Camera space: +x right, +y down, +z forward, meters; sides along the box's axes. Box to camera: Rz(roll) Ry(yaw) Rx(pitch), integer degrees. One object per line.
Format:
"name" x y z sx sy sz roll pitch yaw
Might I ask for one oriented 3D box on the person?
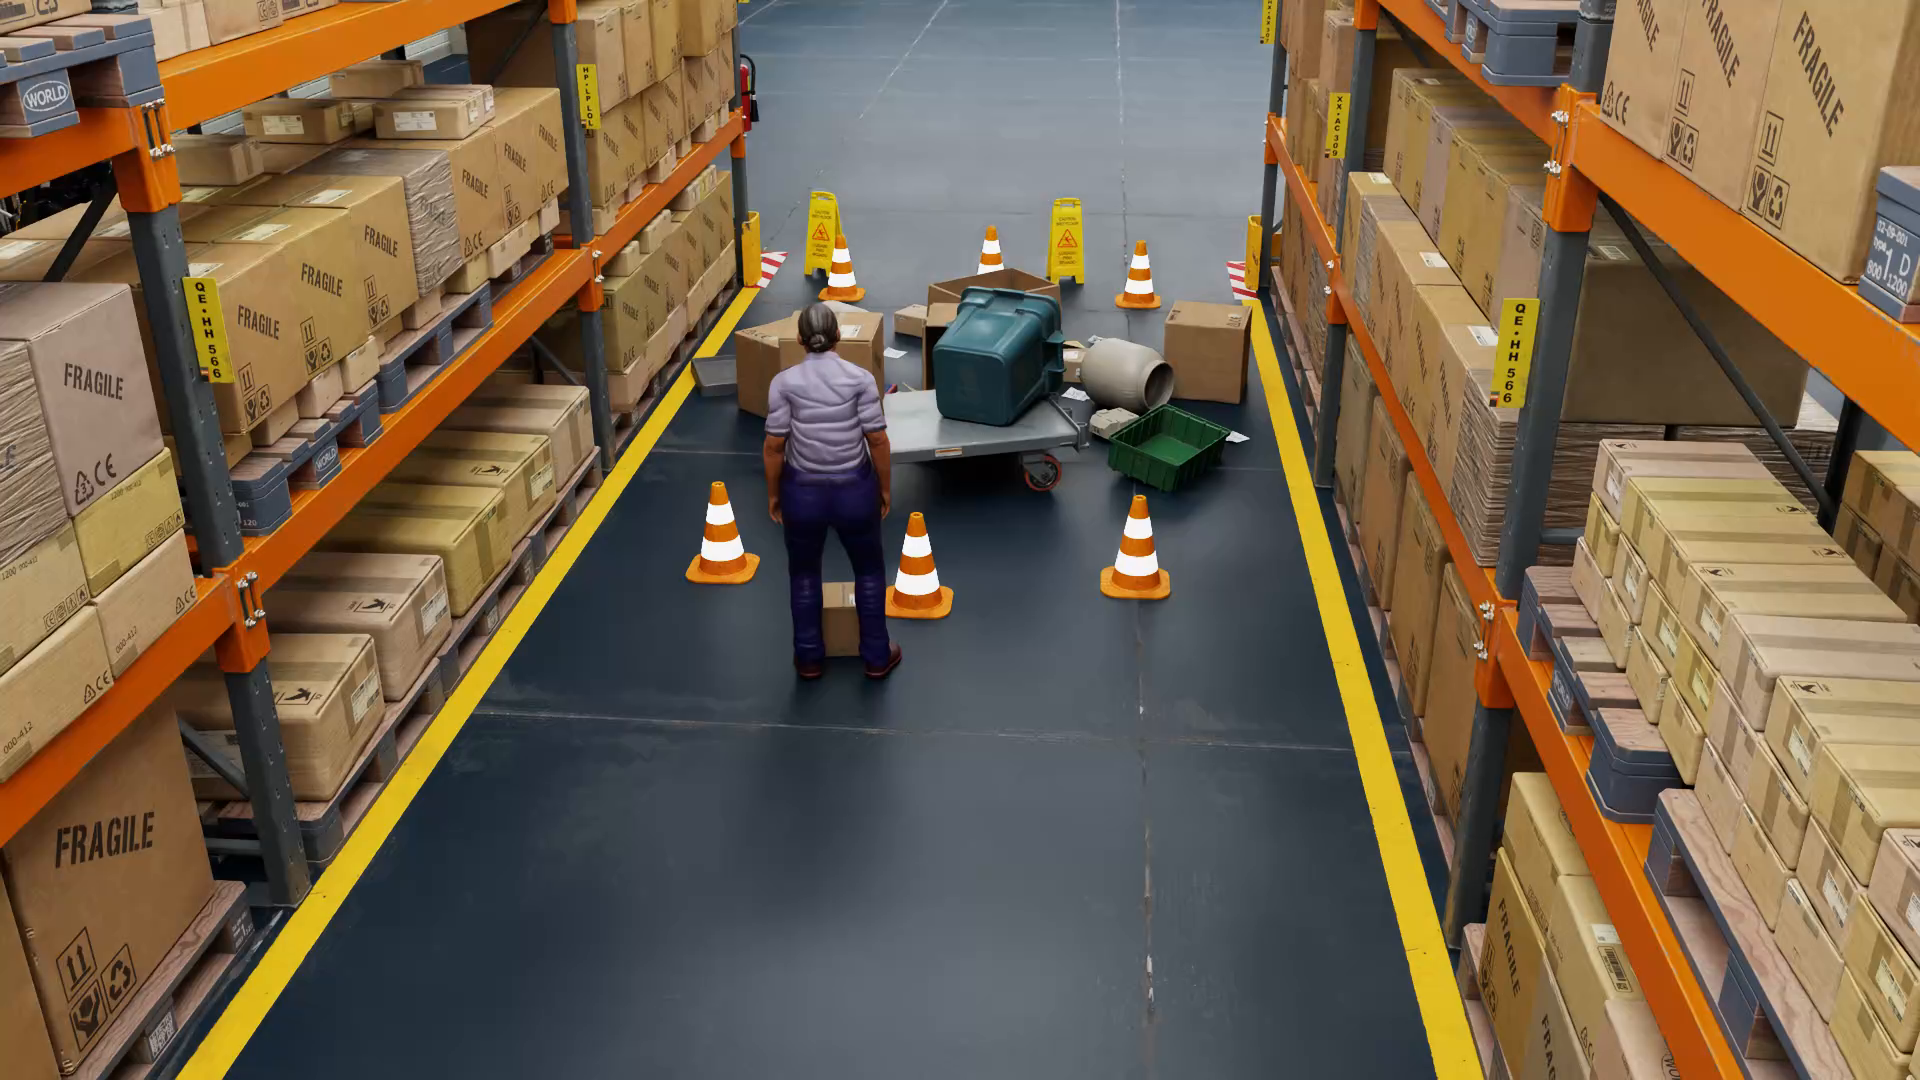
"person" -0.536 -0.181 7.010 0.561 1.651 0.377 -1 25 -3
